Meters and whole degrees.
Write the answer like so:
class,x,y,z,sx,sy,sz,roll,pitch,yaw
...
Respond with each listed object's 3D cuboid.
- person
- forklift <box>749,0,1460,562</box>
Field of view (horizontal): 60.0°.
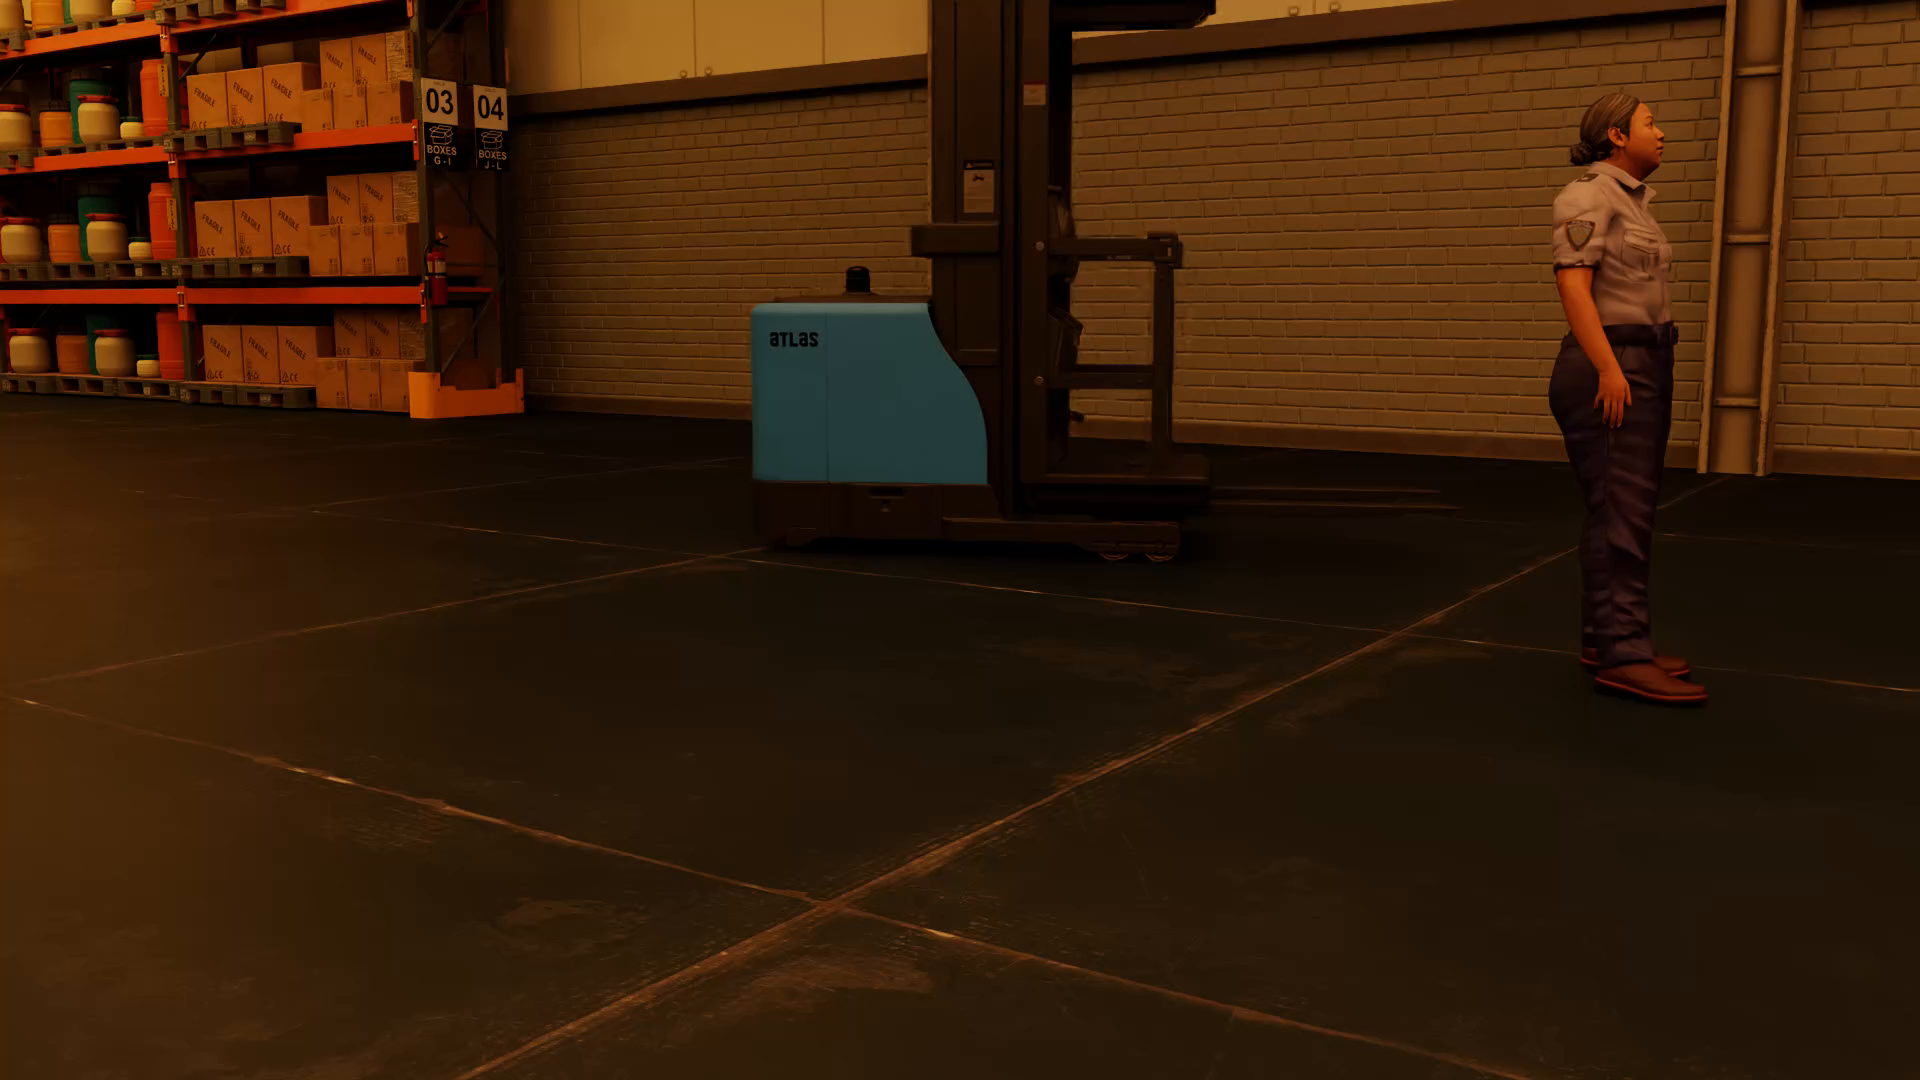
class,x,y,z,sx,sy,sz,roll,pitch,yaw
person,1.929,-0.421,4.667,0.502,1.650,0.596,6,10,34
forklift,0.640,-1.439,7.314,3.031,2.935,1.130,1,8,9
